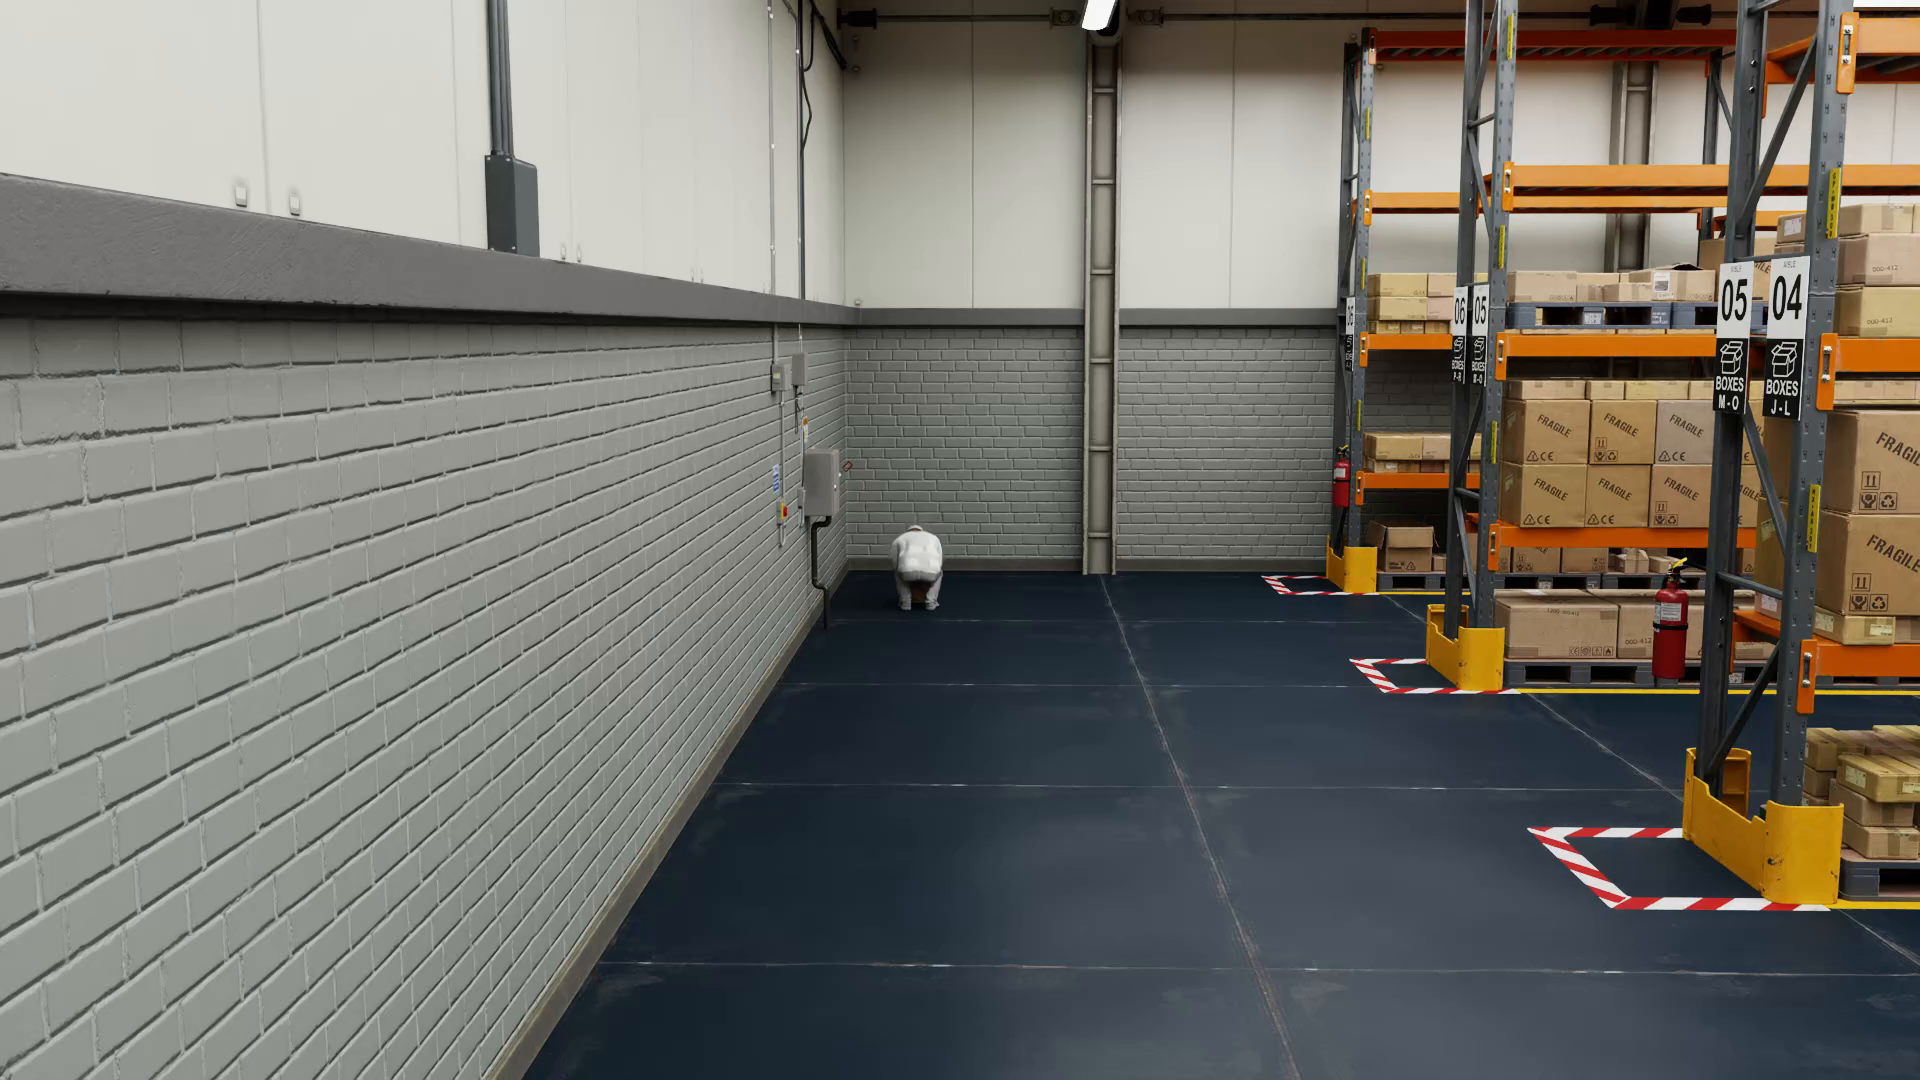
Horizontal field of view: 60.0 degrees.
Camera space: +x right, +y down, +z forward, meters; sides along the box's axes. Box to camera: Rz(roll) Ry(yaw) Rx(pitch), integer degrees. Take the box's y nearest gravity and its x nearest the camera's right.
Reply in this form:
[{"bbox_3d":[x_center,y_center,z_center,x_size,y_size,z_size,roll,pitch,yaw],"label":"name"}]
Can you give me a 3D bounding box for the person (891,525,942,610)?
[{"bbox_3d":[-0.452,0.324,17.271,0.535,0.875,0.939,0,7,0],"label":"person"}]
